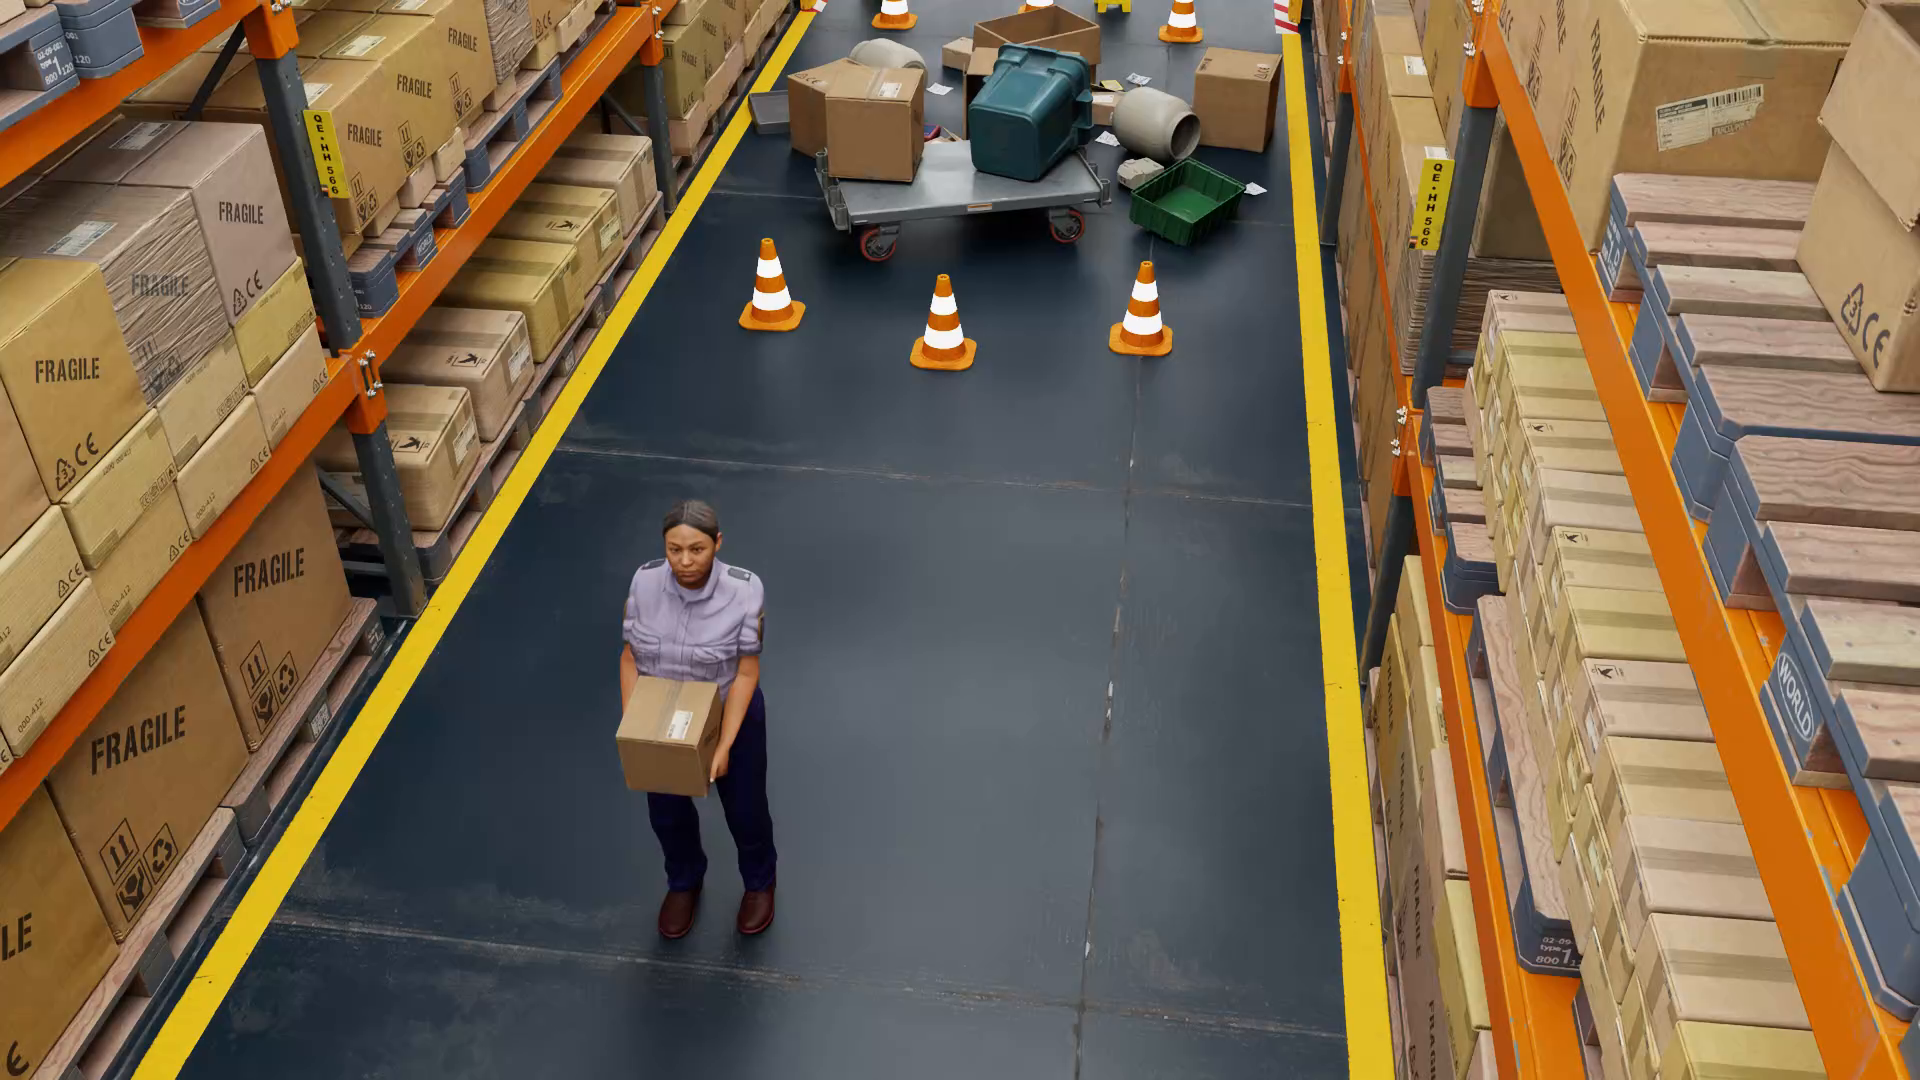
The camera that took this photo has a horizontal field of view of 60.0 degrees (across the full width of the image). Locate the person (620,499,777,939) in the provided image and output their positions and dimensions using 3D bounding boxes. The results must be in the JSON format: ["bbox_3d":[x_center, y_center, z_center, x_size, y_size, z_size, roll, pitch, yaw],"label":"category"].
[{"bbox_3d":[-0.842,0.642,5.314,0.453,1.618,0.519,5,37,7],"label":"person"}]
